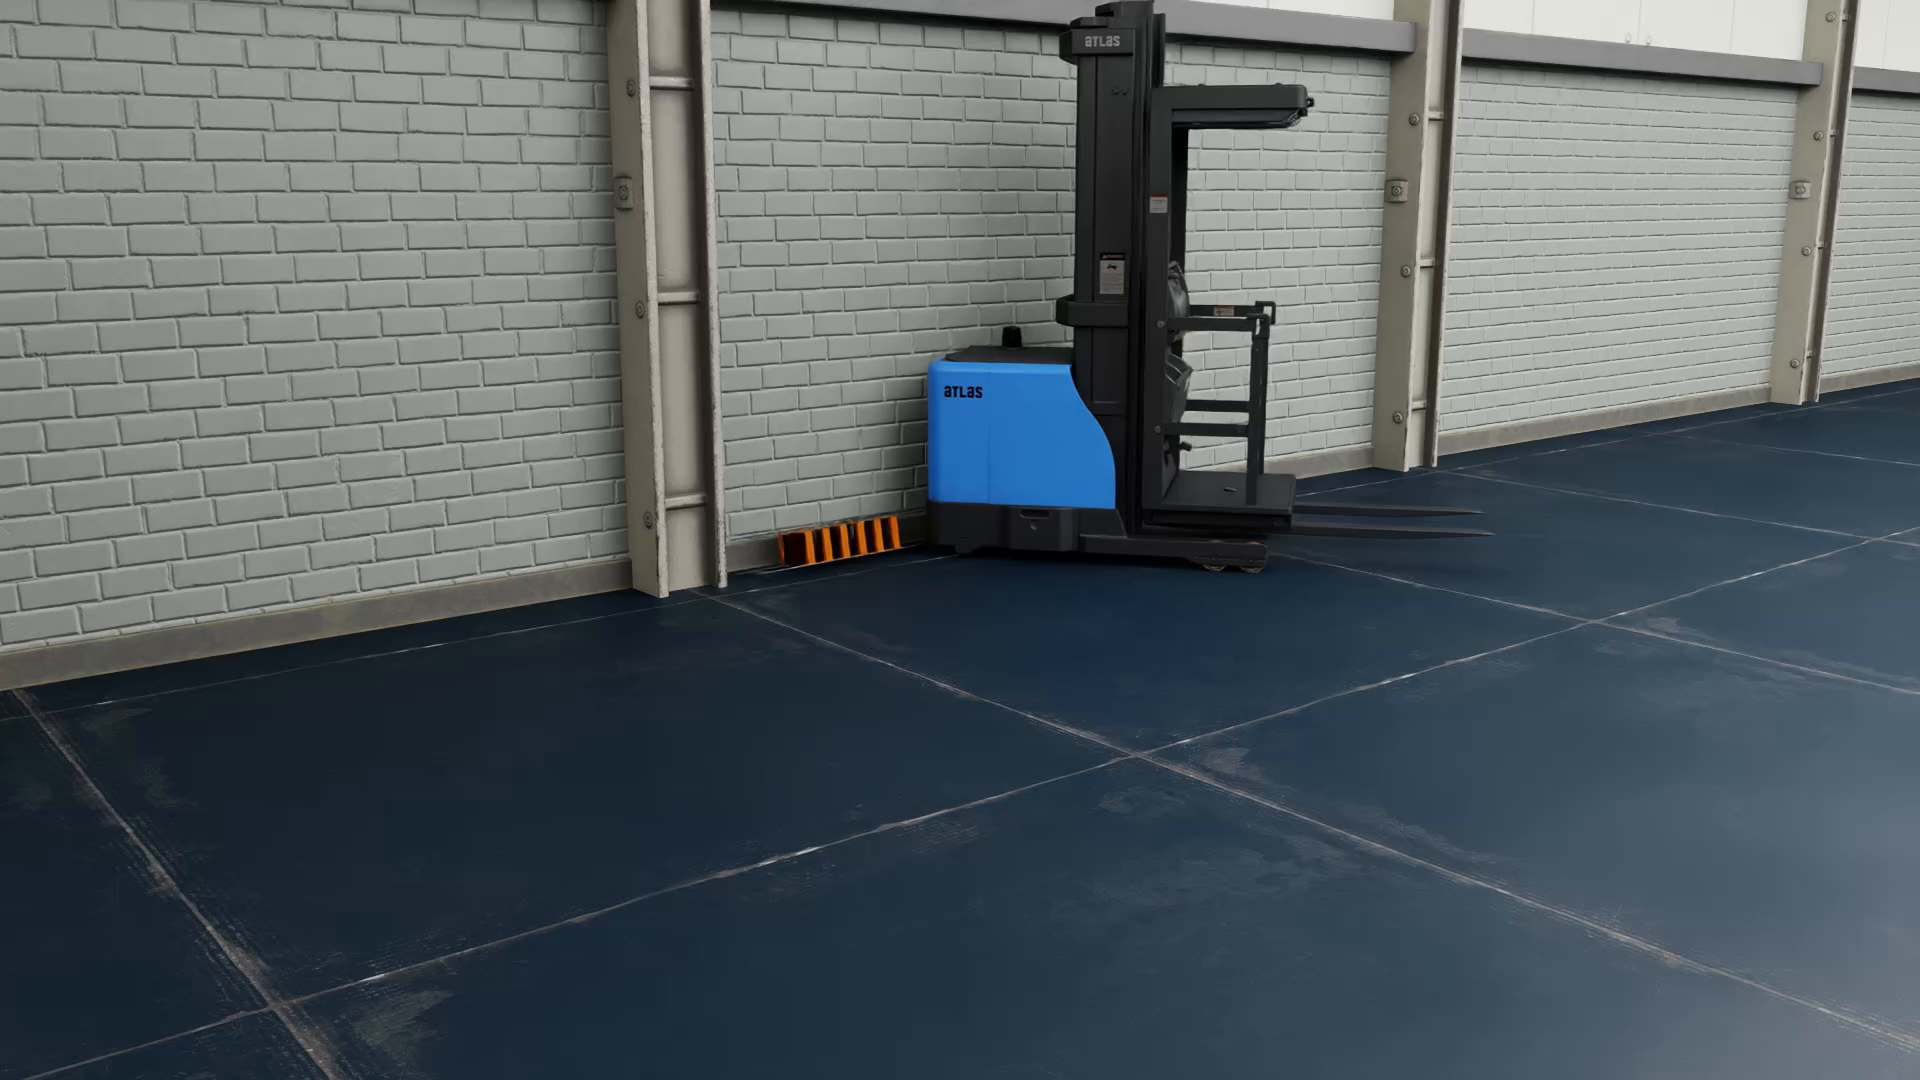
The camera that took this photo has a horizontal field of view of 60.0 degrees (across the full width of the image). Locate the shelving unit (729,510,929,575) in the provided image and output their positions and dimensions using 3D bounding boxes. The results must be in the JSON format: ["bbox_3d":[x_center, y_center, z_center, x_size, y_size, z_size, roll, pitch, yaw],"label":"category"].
[{"bbox_3d":[-0.681,0.007,9.020,1.200,0.189,0.258,-11,5,-43],"label":"shelving unit"}]

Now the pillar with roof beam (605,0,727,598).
[{"bbox_3d":[1.251,-3.466,4.289,0.400,9.000,9.100,-9,15,-38],"label":"pillar with roof beam"}]

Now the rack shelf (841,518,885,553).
[{"bbox_3d":[-0.540,-0.019,9.153,0.103,0.180,0.258,-11,5,-43],"label":"rack shelf"}]

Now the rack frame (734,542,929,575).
[{"bbox_3d":[-0.670,0.098,9.026,1.200,0.006,0.240,-11,5,-43],"label":"rack frame"}]

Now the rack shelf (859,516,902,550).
[{"bbox_3d":[-0.454,-0.035,9.235,0.103,0.180,0.258,-11,5,-43],"label":"rack shelf"}]

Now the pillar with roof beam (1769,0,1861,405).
[{"bbox_3d":[10.621,-5.024,11.622,0.400,9.000,9.100,-9,15,-38],"label":"pillar with roof beam"}]

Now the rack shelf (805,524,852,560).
[{"bbox_3d":[-0.713,0.013,8.990,0.103,0.180,0.258,-11,5,-43],"label":"rack shelf"}]

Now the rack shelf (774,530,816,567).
[{"bbox_3d":[-0.886,0.045,8.827,0.103,0.180,0.258,-11,5,-43],"label":"rack shelf"}]

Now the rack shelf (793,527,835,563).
[{"bbox_3d":[-0.800,0.029,8.908,0.103,0.180,0.258,-11,5,-43],"label":"rack shelf"}]

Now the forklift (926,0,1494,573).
[{"bbox_3d":[1.382,-1.380,9.072,3.031,2.935,1.130,3,12,12],"label":"forklift"}]

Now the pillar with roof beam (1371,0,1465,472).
[{"bbox_3d":[5.936,-4.245,7.955,0.400,9.000,9.100,-9,15,-38],"label":"pillar with roof beam"}]

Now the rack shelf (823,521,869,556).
[{"bbox_3d":[-0.627,-0.003,9.072,0.103,0.180,0.258,-11,5,-43],"label":"rack shelf"}]

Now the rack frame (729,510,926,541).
[{"bbox_3d":[-0.692,-0.084,9.014,1.200,0.006,0.240,-11,5,-43],"label":"rack frame"}]
